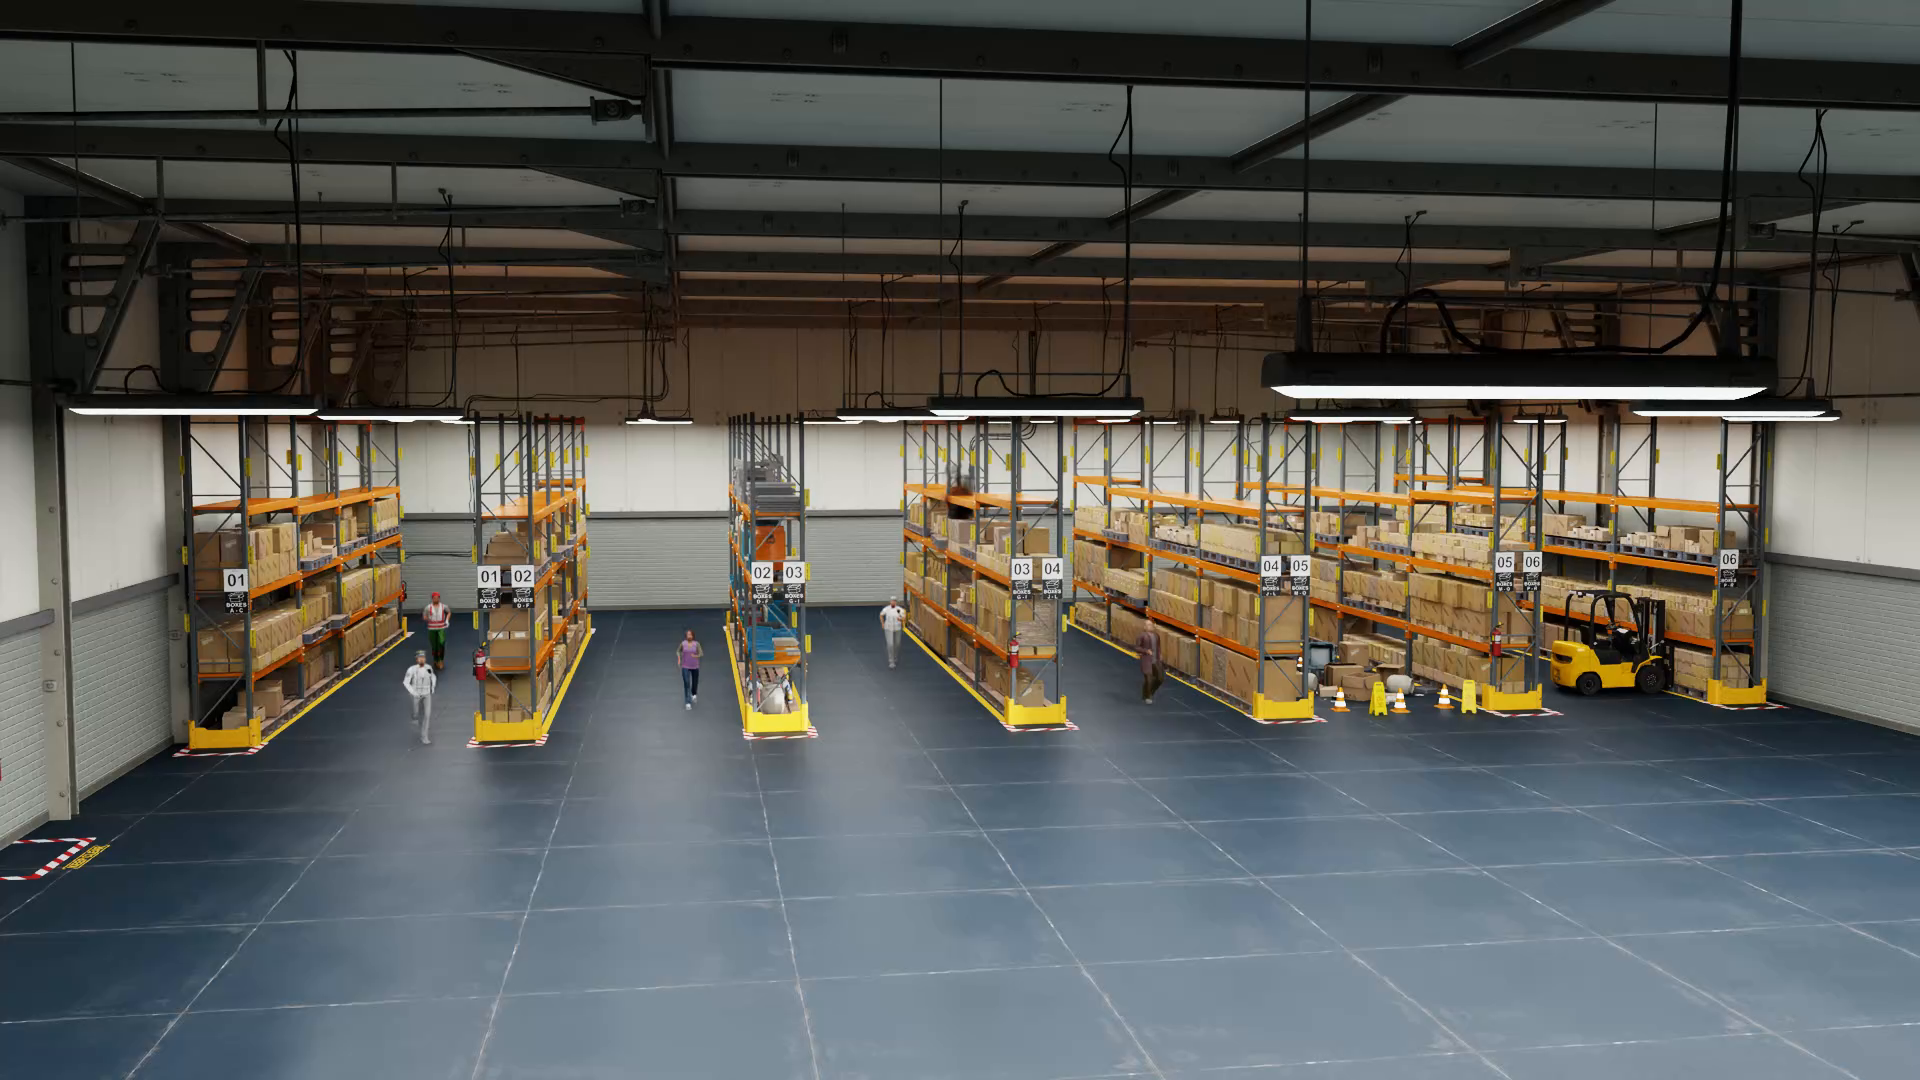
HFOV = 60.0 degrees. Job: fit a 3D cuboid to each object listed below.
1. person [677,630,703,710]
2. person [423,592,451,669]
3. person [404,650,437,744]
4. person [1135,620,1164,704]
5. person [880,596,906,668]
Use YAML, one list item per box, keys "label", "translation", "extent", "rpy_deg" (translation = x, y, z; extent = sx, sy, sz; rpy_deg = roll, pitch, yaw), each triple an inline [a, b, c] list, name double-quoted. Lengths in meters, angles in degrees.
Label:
- label: "person"
  translation: [-5.485, 2.608, 33.788]
  extent: [0.537, 1.585, 0.894]
  rpy_deg: [-1, 4, -10]
- label: "person"
  translation: [-12.407, 2.152, 39.438]
  extent: [0.634, 1.830, 0.713]
  rpy_deg: [-1, 4, -16]
- label: "person"
  translation: [-9.875, 2.844, 30.455]
  extent: [0.600, 1.685, 0.943]
  rpy_deg: [-2, 4, -24]
- label: "person"
  translation: [3.952, 2.518, 34.216]
  extent: [0.697, 1.741, 0.639]
  rpy_deg: [-2, 4, -25]
- label: "person"
  translation: [-1.593, 2.169, 39.773]
  extent: [0.601, 1.666, 0.934]
  rpy_deg: [-1, 4, -13]
